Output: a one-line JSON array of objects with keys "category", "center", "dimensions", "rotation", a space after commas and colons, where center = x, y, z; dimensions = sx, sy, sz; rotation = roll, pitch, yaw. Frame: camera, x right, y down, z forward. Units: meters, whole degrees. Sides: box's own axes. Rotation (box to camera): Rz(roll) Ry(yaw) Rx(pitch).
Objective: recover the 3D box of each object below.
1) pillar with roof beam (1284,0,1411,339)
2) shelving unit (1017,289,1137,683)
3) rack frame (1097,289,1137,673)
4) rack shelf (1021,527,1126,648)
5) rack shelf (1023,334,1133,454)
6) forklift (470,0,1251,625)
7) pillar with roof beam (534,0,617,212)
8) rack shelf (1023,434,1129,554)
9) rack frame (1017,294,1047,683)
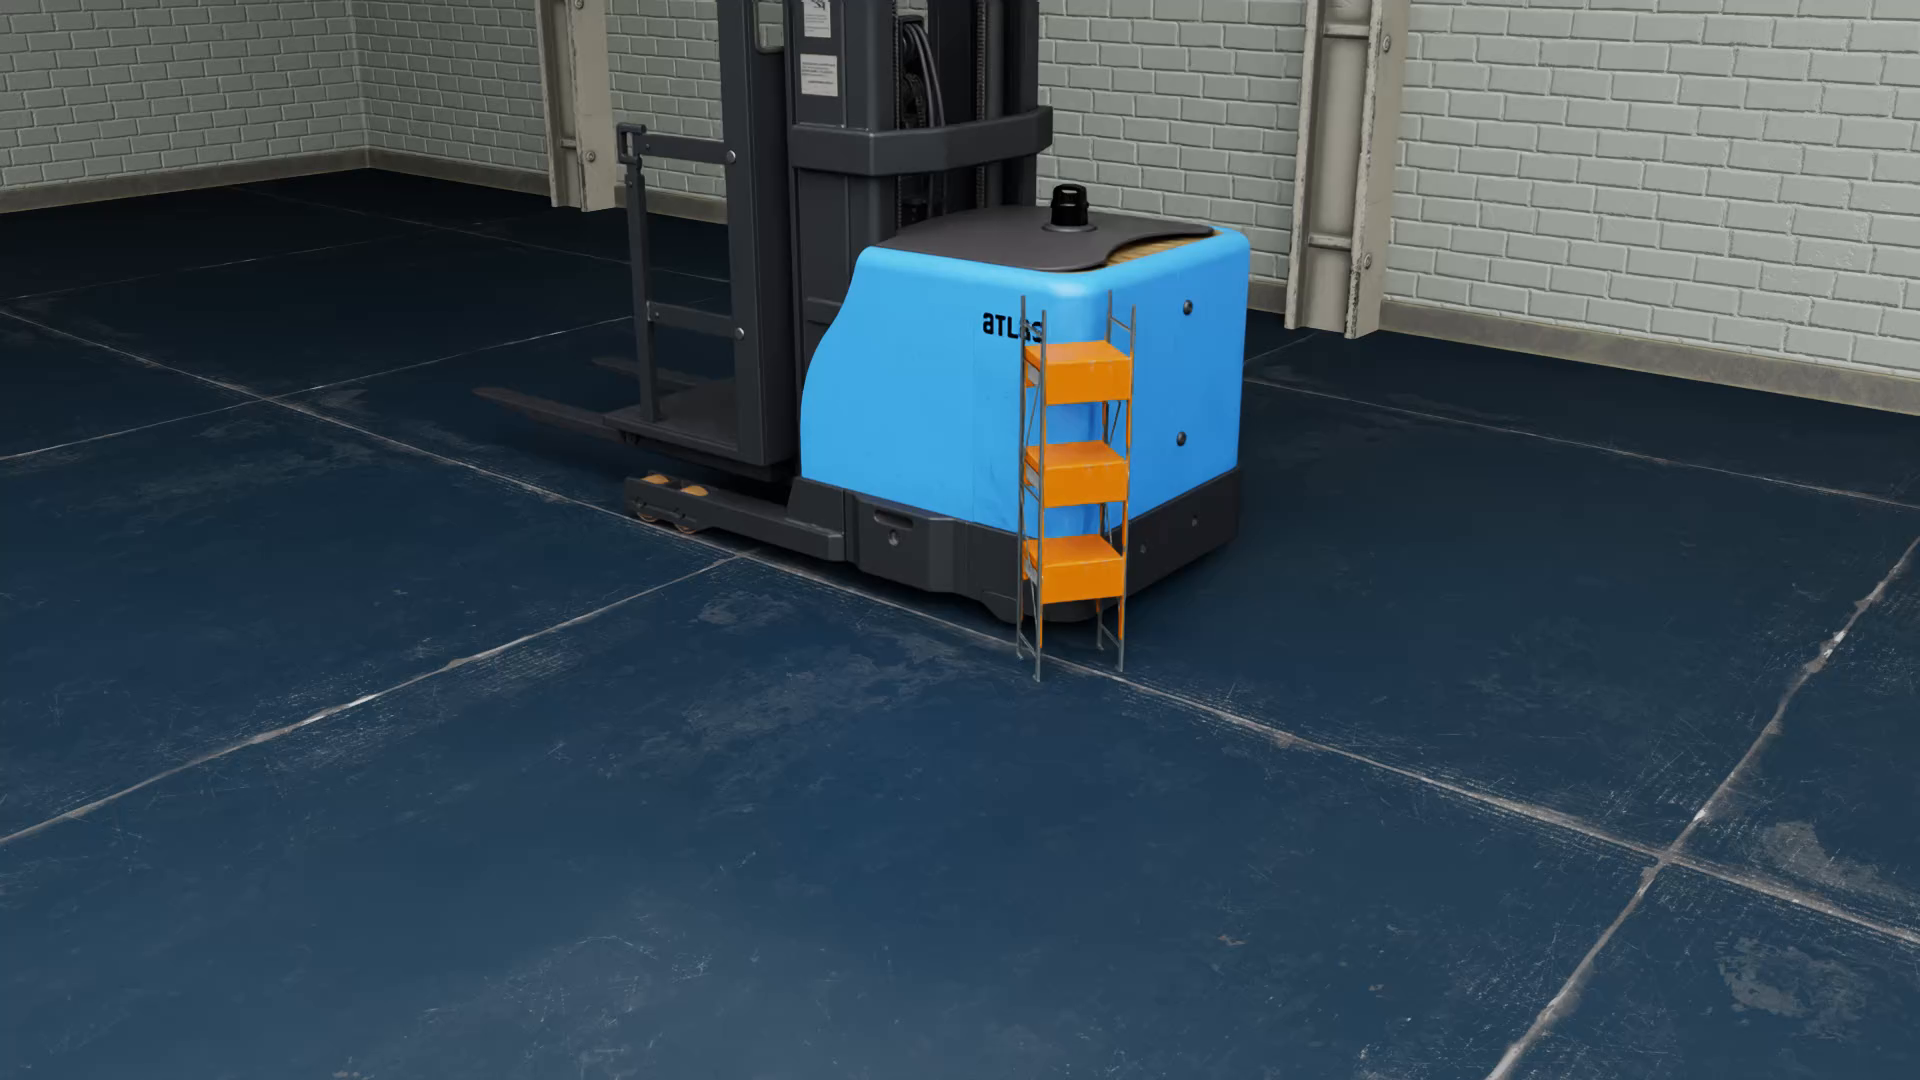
[{"category": "pillar with roof beam", "center": [-0.805, -4.127, 3.858], "dimensions": [0.400, 9.000, 9.100], "rotation": [16, 26, 36]}, {"category": "shelving unit", "center": [0.310, -0.139, 4.549], "dimensions": [0.252, 1.050, 0.215], "rotation": [-5, 21, -14]}, {"category": "rack frame", "center": [0.428, -0.150, 4.578], "dimensions": [0.008, 1.050, 0.200], "rotation": [-5, 21, -14]}, {"category": "rack shelf", "center": [0.310, 0.131, 4.651], "dimensions": [0.240, 0.259, 0.215], "rotation": [-5, 21, -14]}, {"category": "rack shelf", "center": [0.310, -0.395, 4.452], "dimensions": [0.240, 0.259, 0.215], "rotation": [-5, 21, -14]}, {"category": "forklift", "center": [-0.551, -1.522, 5.552], "dimensions": [3.031, 2.935, 1.130], "rotation": [15, 26, 35]}, {"category": "pillar with roof beam", "center": [-5.453, -5.465, 7.408], "dimensions": [0.400, 9.000, 9.100], "rotation": [16, 26, 36]}, {"category": "rack shelf", "center": [0.310, -0.129, 4.553], "dimensions": [0.240, 0.259, 0.215], "rotation": [-5, 21, -14]}, {"category": "rack frame", "center": [0.192, -0.128, 4.520], "dimensions": [0.008, 1.050, 0.200], "rotation": [-5, 21, -14]}]
